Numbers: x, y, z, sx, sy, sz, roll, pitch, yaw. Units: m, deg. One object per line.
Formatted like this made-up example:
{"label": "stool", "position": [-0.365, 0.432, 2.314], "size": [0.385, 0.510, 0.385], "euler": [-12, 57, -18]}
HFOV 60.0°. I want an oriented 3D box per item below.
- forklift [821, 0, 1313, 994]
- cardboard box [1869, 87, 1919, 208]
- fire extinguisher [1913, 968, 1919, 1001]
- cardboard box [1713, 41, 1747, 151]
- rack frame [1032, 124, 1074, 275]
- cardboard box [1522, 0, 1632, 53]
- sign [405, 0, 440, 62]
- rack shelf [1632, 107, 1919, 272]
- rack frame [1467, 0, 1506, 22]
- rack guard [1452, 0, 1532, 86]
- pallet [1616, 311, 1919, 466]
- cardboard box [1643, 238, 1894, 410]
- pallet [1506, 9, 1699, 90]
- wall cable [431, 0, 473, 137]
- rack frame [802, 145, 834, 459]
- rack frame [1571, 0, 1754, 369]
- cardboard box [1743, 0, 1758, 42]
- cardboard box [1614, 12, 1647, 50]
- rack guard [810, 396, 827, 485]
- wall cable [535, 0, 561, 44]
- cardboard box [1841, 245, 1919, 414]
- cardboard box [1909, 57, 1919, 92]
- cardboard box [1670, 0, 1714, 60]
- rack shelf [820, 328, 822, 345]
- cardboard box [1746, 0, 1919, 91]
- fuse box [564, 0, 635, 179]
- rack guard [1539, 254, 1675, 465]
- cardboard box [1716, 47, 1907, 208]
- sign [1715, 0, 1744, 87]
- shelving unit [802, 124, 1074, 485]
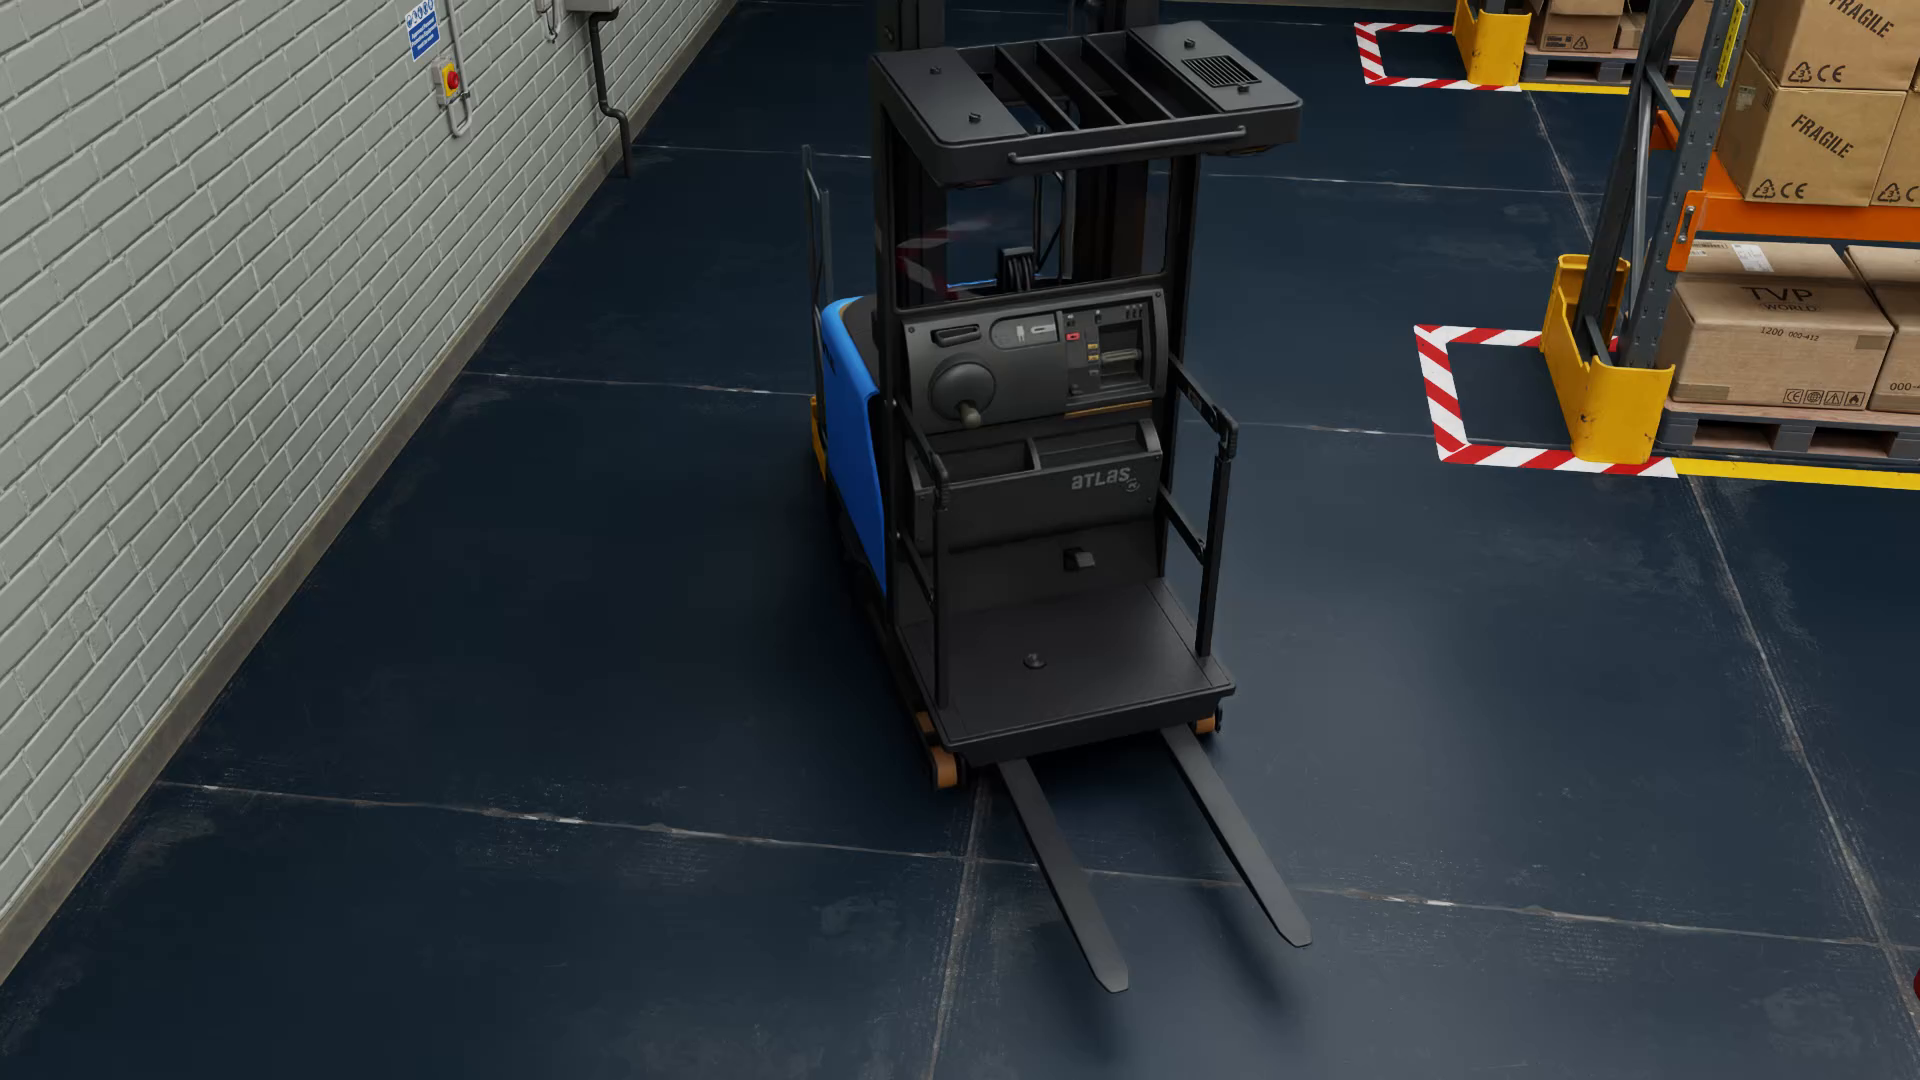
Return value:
{"label": "forklift", "position": [0.332, -0.555, 5.505], "size": [1.130, 2.935, 3.031], "euler": [-10, 37, -14]}
{"label": "cardboard box", "position": [4.087, -1.731, 7.008], "size": [0.500, 0.500, 0.500], "euler": [4, 36, 5]}
{"label": "fire extinguisher", "position": [2.421, 0.846, 3.871], "size": [0.183, 0.674, 0.296], "euler": [4, 36, 6]}
{"label": "cardboard box", "position": [3.655, -2.070, 7.483], "size": [0.500, 0.500, 0.500], "euler": [4, 36, 6]}
{"label": "rack frame", "position": [0.396, -1.044, 7.421], "size": [0.032, 1.500, 0.500], "euler": [-8, 36, -11]}
{"label": "cardboard box", "position": [4.366, -3.828, 11.819], "size": [0.637, 0.503, 0.797], "euler": [3, 36, 4]}
{"label": "sign", "position": [-2.520, -2.403, 7.803], "size": [0.001, 0.218, 0.327], "euler": [4, 36, 6]}
{"label": "rack shelf", "position": [5.126, -1.472, 7.350], "size": [4.000, 0.370, 1.077], "euler": [4, 36, 6]}
{"label": "rack frame", "position": [3.771, -4.773, 11.356], "size": [0.127, 3.000, 1.000], "euler": [4, 36, 6]}
{"label": "rack guard", "position": [3.847, -3.750, 12.074], "size": [0.348, 0.500, 1.175], "euler": [4, 36, 6]}
{"label": "pallet", "position": [3.946, -0.764, 8.138], "size": [1.213, 0.211, 1.003], "euler": [4, 36, 6]}
{"label": "cardboard box", "position": [3.810, -1.050, 7.983], "size": [0.875, 0.438, 0.875], "euler": [3, 36, 4]}
{"label": "pallet", "position": [4.637, -3.574, 12.076], "size": [1.213, 0.211, 1.003], "euler": [4, 36, 6]}
{"label": "wall cable", "position": [-2.453, -2.743, 7.610], "size": [0.123, 1.953, 0.585], "euler": [4, 36, 6]}
{"label": "rack frame", "position": [-0.594, -0.909, 7.233], "size": [0.032, 1.500, 0.500], "euler": [-8, 36, -11]}
{"label": "rack frame", "position": [3.143, -1.913, 7.348], "size": [0.127, 3.000, 1.000], "euler": [4, 36, 6]}
{"label": "cardboard box", "position": [3.651, -2.462, 7.171], "size": [0.500, 0.500, 0.500], "euler": [5, 36, 8]}
{"label": "cardboard box", "position": [4.782, -3.630, 11.847], "size": [0.250, 0.149, 0.380], "euler": [3, 36, 4]}
{"label": "rack guard", "position": [-0.593, -0.400, 7.596], "size": [0.087, 0.250, 0.587], "euler": [-8, 36, -11]}
{"label": "wall cable", "position": [-2.284, -3.548, 8.765], "size": [0.122, 1.984, 0.588], "euler": [4, 36, 6]}
{"label": "cardboard box", "position": [4.719, -0.987, 7.895], "size": [0.875, 0.438, 0.875], "euler": [5, 36, 7]}
{"label": "cardboard box", "position": [4.096, -2.127, 6.701], "size": [0.500, 0.500, 0.500], "euler": [3, 36, 5]}
{"label": "cardboard box", "position": [5.209, -3.741, 11.700], "size": [0.500, 0.500, 0.700], "euler": [6, 36, 8]}
{"label": "rack shelf", "position": [-0.099, -0.830, 7.432], "size": [1.000, 0.185, 0.538], "euler": [-8, 36, -11]}
{"label": "cardboard box", "position": [3.582, -2.161, 6.749], "size": [0.500, 0.500, 0.500], "euler": [4, 36, 5]}
{"label": "fuse box", "position": [-2.041, -2.992, 9.969], "size": [0.414, 1.711, 0.539], "euler": [4, 36, 6]}
{"label": "rack guard", "position": [3.119, -0.897, 8.077], "size": [0.348, 0.500, 1.175], "euler": [4, 36, 6]}
{"label": "cardboard box", "position": [3.582, -1.753, 7.037], "size": [0.500, 0.500, 0.500], "euler": [4, 36, 6]}
{"label": "sign", "position": [3.066, -1.978, 6.626], "size": [0.005, 0.325, 0.100], "euler": [4, 36, 6]}
{"label": "shelving unit", "position": [-0.108, -0.975, 7.325], "size": [1.083, 1.500, 0.587], "euler": [-8, 36, -11]}
